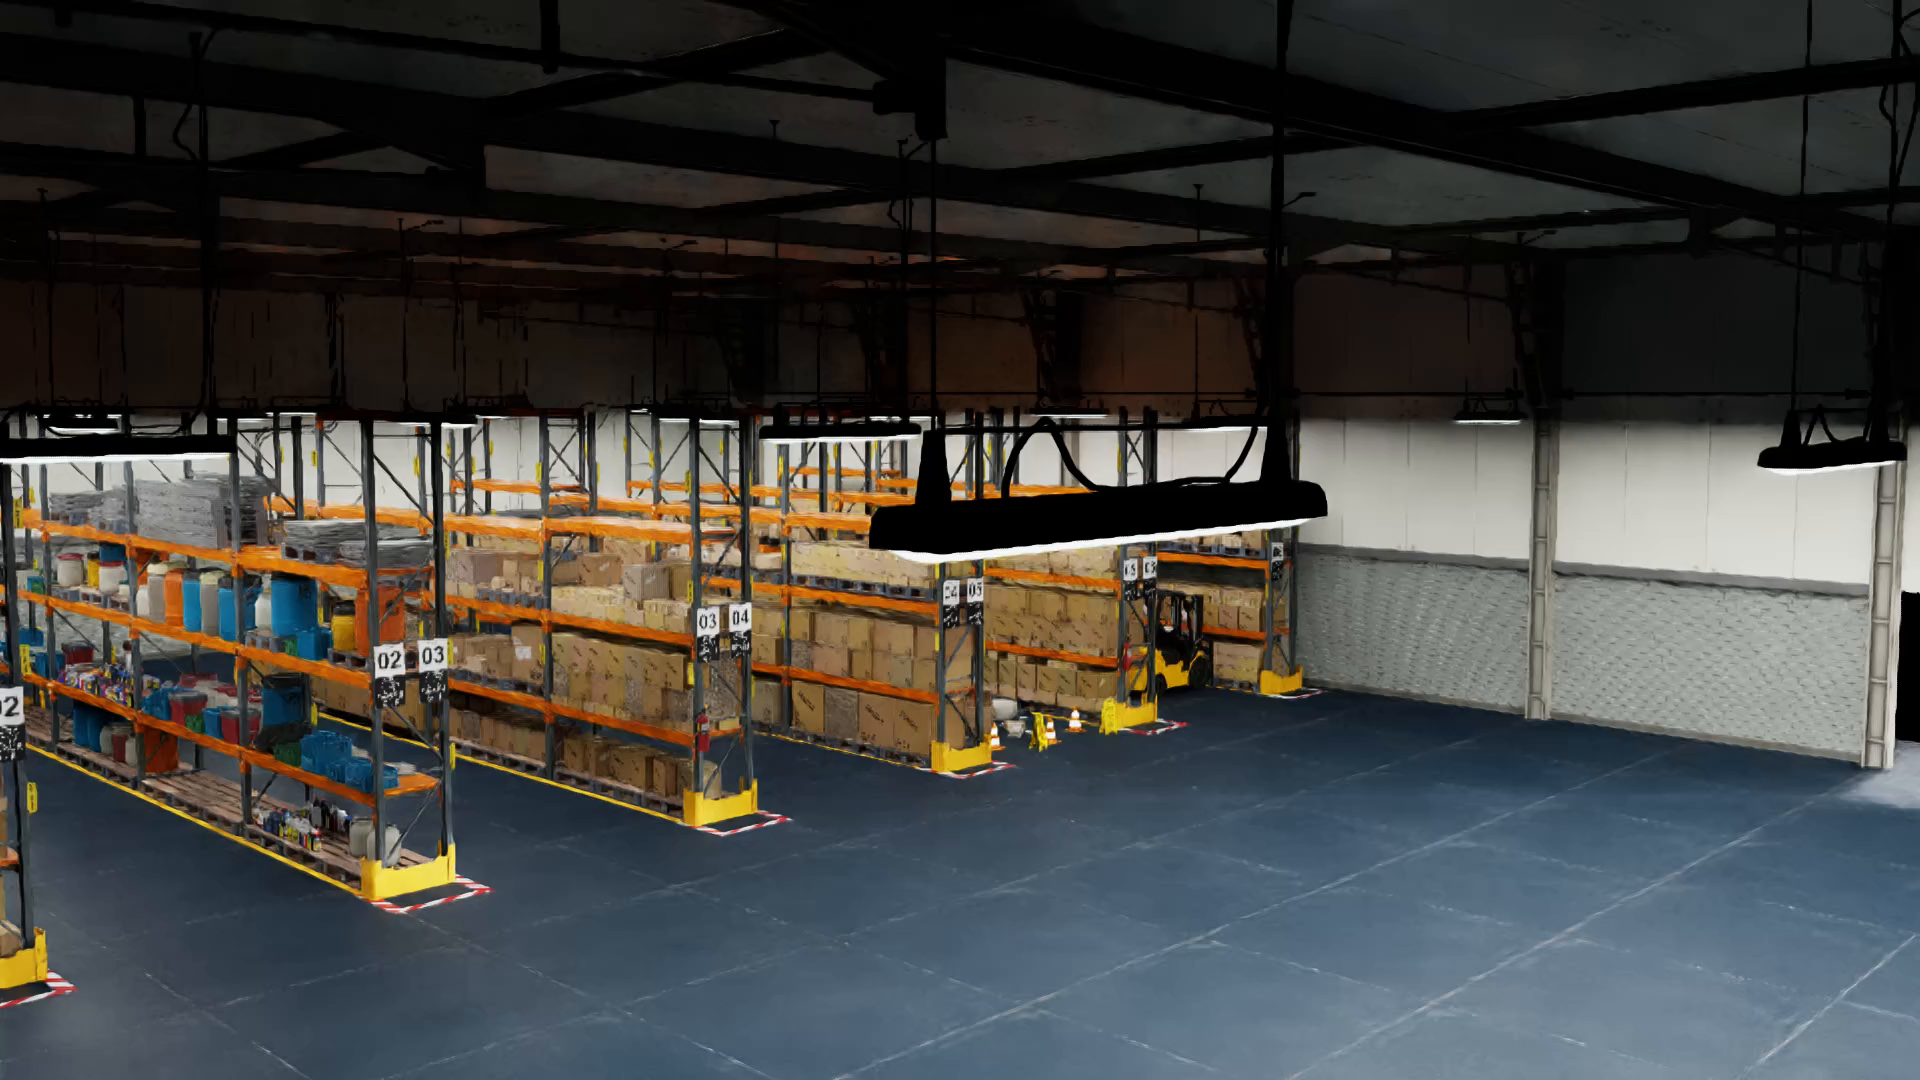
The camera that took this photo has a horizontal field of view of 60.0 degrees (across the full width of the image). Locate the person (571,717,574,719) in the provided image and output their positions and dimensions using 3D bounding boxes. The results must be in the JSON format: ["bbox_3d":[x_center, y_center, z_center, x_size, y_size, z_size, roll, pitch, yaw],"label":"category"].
[{"bbox_3d":[-7.277,2.621,32.303,0.542,1.715,0.682,5,7,42],"label":"person"}]

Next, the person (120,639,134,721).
[{"bbox_3d":[-15.950,2.693,31.961,0.527,1.592,0.523,-1,5,-13],"label":"person"}]
